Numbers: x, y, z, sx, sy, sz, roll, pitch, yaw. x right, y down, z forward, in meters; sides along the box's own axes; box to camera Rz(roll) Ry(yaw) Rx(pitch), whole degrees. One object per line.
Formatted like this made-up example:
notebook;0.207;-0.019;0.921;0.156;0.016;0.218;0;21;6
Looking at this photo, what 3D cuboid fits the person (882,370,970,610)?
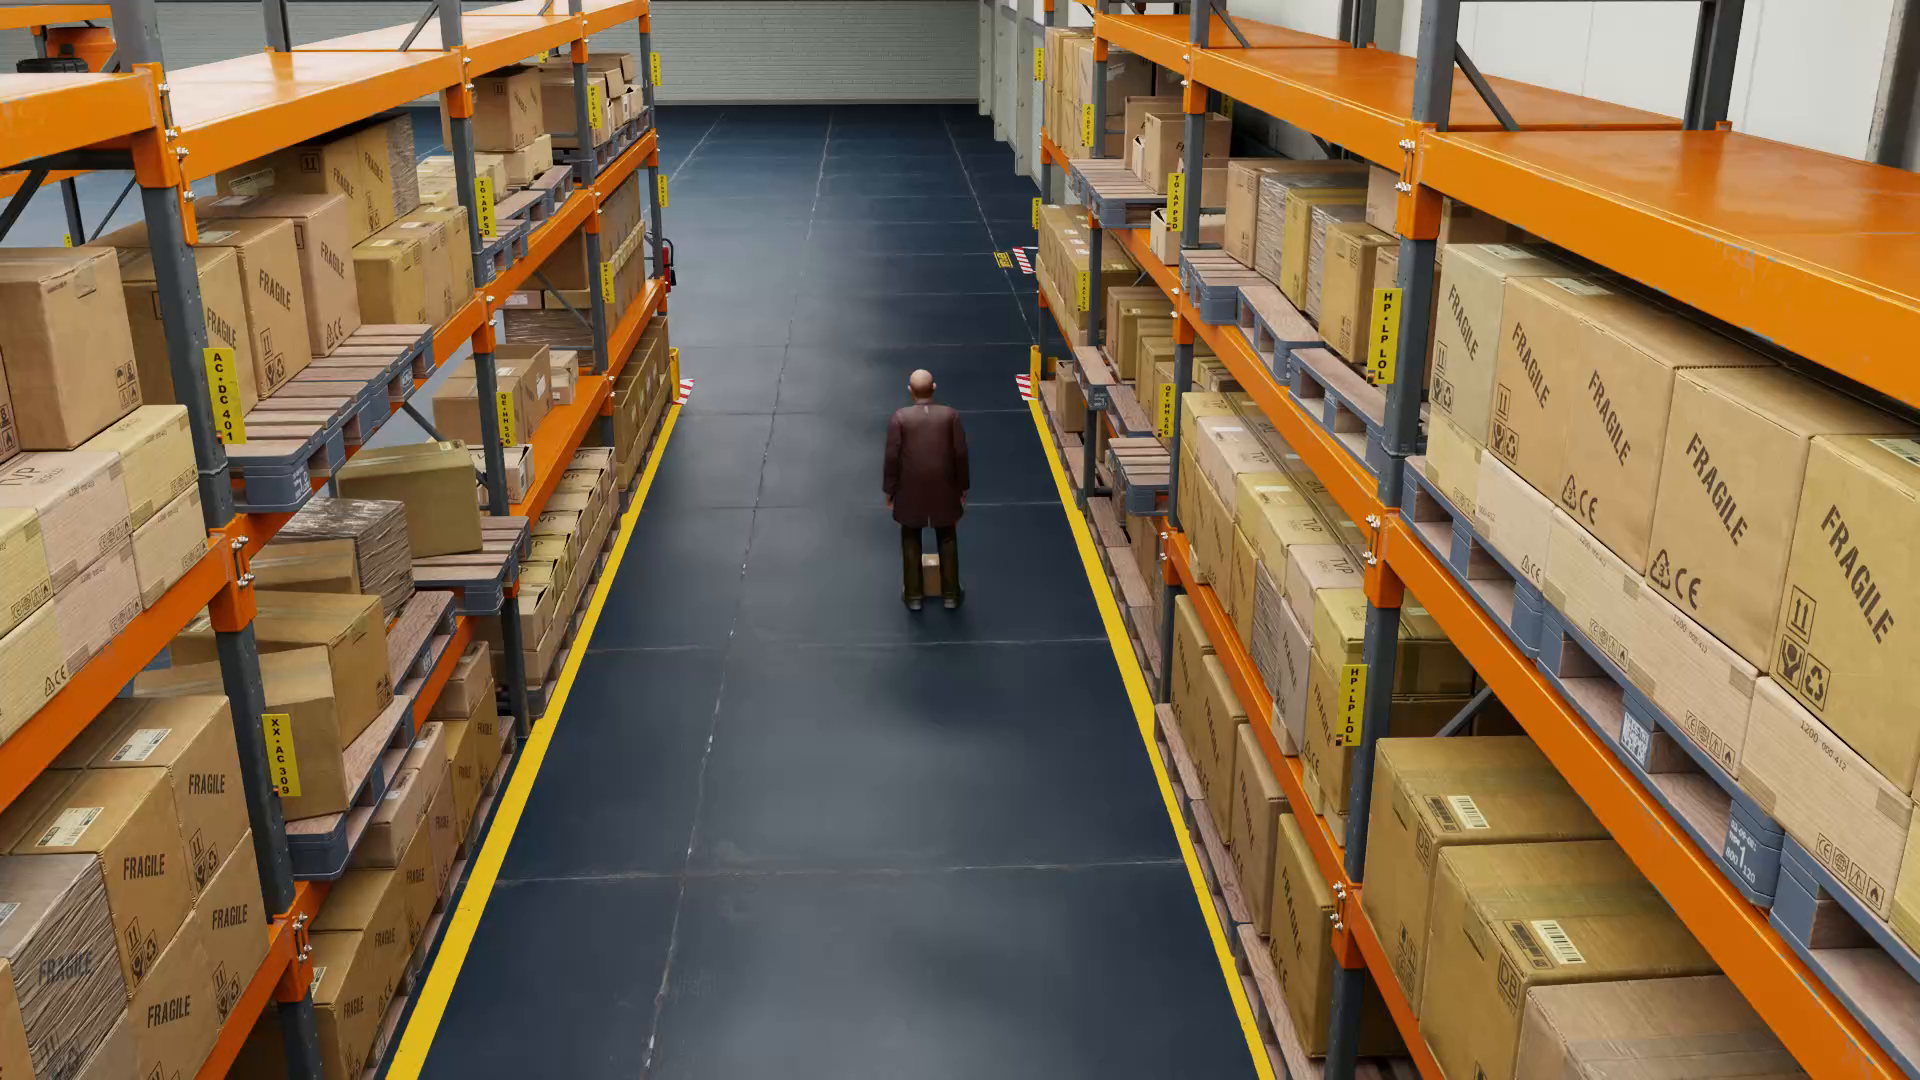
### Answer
person;-0.246;-0.363;12.093;0.644;1.772;0.429;-2;20;-6
